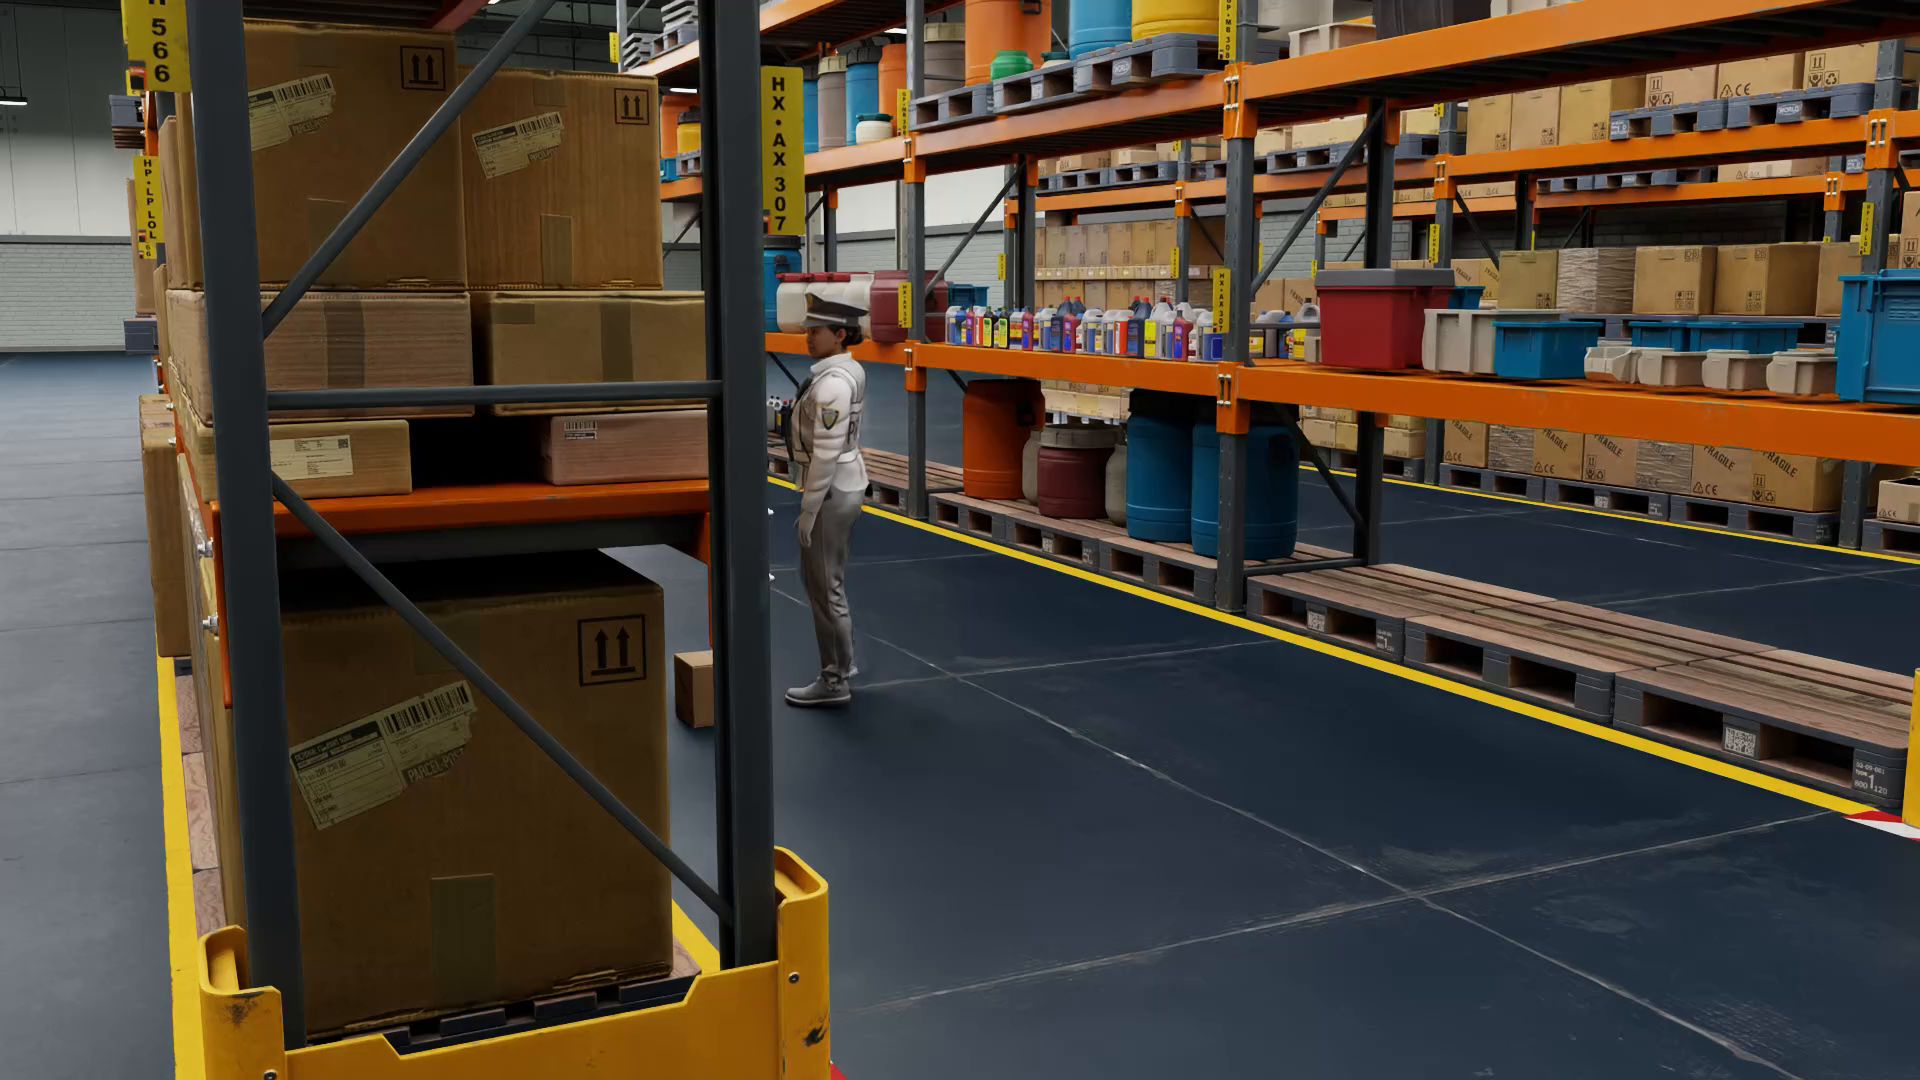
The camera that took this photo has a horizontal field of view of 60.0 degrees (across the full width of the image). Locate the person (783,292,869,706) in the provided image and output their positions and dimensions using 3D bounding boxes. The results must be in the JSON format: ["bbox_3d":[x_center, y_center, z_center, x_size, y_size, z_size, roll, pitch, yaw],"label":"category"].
[{"bbox_3d":[-0.538,-0.138,6.783,0.375,1.728,0.646,0,9,1],"label":"person"}]
